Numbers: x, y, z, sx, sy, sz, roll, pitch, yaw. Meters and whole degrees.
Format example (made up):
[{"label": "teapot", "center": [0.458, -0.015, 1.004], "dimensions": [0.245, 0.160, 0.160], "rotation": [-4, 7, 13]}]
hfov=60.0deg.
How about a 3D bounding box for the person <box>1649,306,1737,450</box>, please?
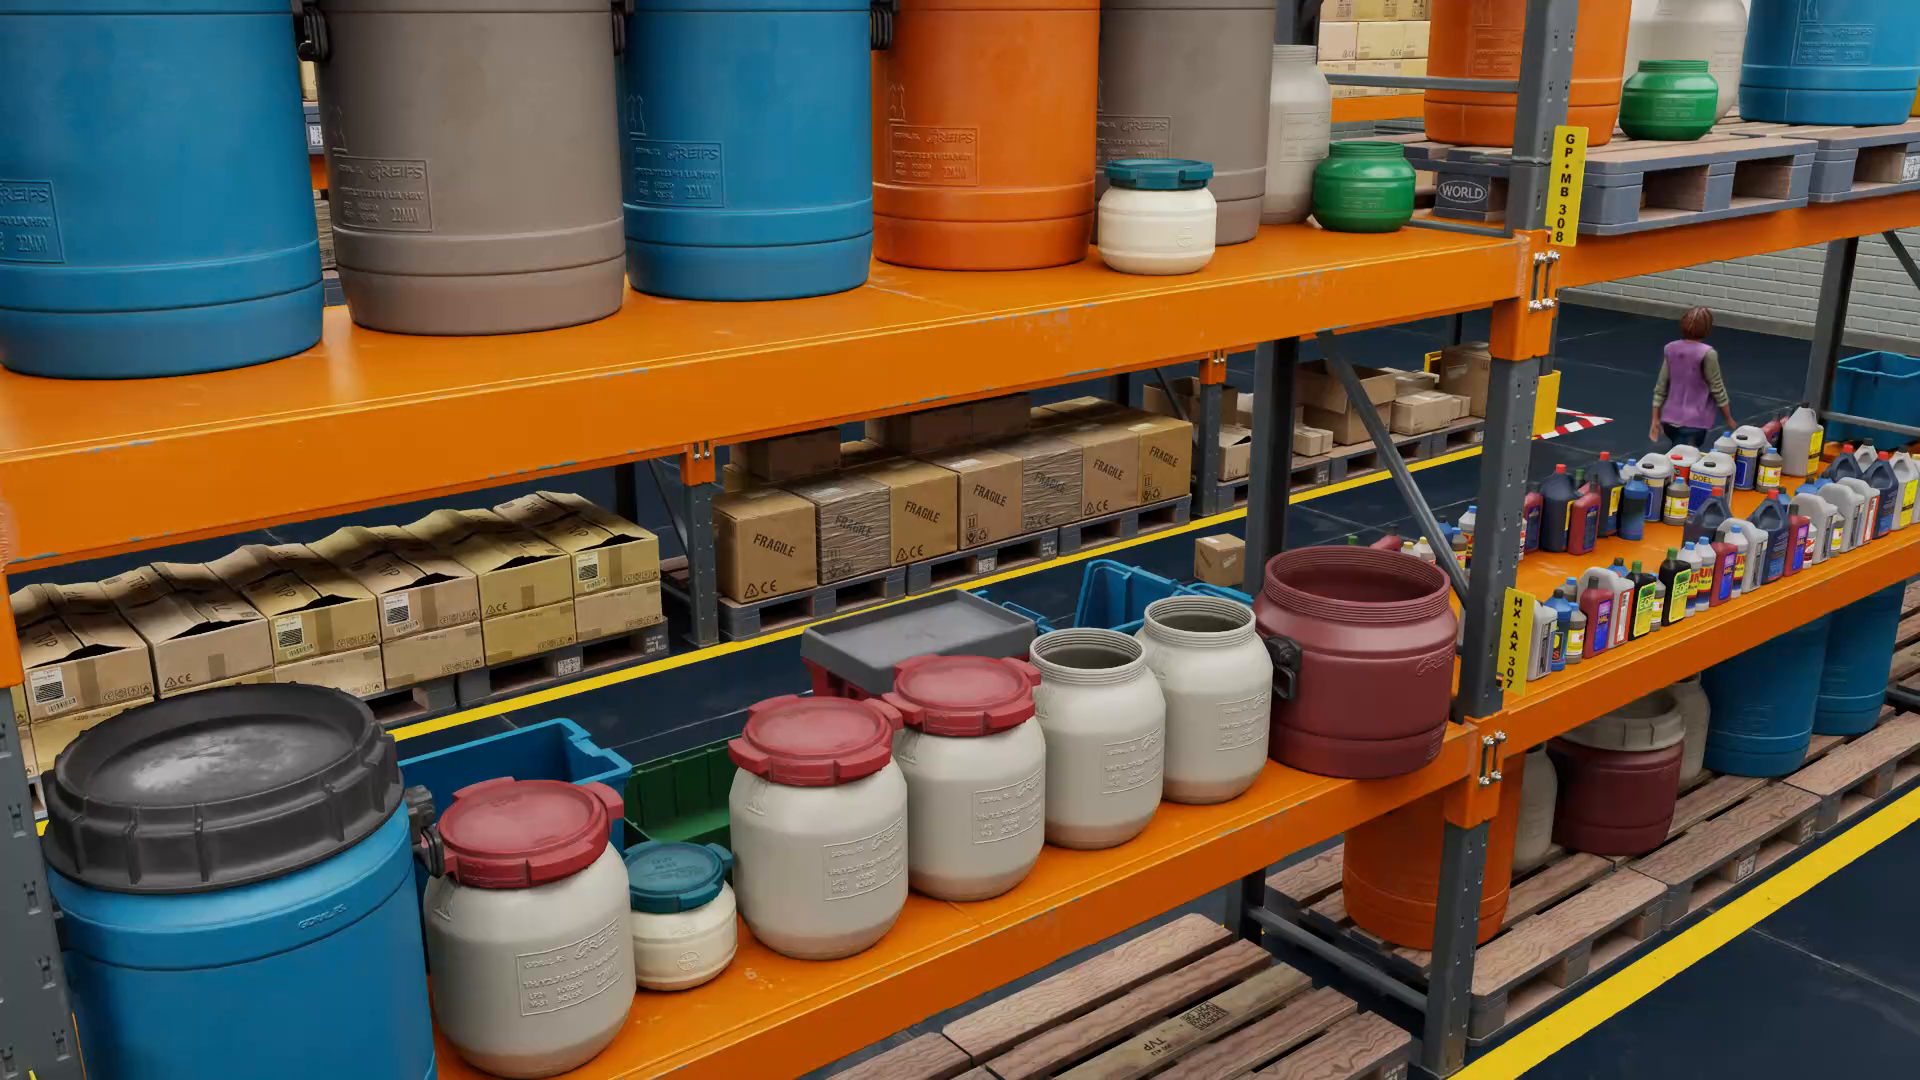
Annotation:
[{"label": "person", "center": [4.835, -0.777, 10.951], "dimensions": [0.938, 1.521, 0.410], "rotation": [-7, 19, -20]}]
